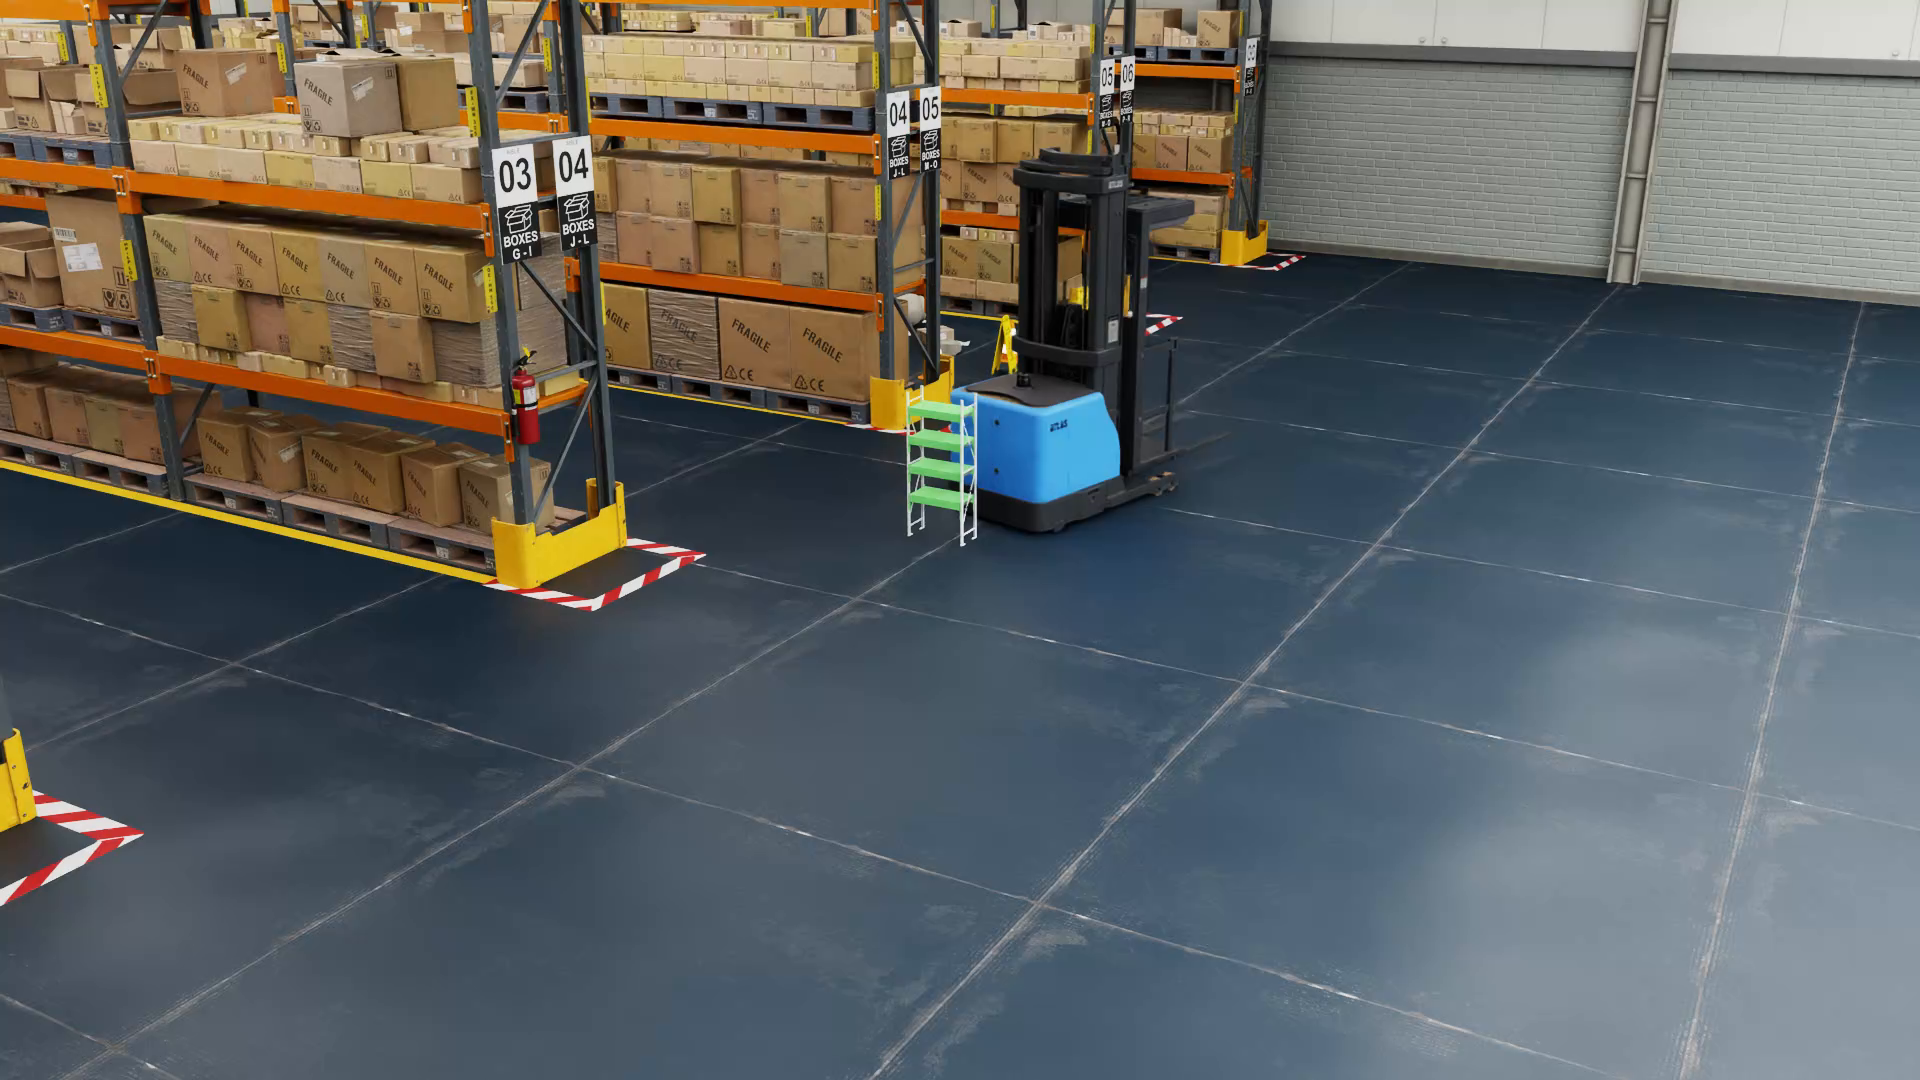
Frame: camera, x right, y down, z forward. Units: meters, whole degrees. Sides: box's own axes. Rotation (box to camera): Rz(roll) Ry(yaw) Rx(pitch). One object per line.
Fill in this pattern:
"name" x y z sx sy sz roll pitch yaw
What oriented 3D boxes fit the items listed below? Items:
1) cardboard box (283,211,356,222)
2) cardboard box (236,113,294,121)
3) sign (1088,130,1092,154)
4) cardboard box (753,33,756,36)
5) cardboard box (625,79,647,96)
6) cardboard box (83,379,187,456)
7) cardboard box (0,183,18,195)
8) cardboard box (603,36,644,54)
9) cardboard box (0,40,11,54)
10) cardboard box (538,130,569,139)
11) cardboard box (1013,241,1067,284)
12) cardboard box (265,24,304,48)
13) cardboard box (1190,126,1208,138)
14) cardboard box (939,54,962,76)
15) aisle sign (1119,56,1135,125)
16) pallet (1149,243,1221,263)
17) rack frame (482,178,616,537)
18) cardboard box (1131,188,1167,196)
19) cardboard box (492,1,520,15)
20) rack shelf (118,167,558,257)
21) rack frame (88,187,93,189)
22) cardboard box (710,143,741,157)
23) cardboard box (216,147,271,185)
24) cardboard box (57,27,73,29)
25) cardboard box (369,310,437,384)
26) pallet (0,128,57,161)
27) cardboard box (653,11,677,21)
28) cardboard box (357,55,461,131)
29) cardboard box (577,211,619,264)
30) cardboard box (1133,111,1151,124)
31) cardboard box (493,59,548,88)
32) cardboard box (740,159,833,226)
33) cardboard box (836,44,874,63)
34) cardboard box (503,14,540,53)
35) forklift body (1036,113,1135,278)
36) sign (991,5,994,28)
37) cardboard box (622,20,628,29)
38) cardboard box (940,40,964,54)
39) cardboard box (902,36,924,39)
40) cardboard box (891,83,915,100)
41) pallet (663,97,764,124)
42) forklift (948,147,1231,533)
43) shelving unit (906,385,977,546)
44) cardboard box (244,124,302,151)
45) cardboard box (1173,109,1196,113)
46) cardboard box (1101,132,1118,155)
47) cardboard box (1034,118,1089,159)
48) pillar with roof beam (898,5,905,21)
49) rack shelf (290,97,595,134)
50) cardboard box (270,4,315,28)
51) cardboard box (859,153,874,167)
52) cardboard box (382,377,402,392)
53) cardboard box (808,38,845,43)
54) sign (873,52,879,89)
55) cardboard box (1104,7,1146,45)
"cardboard box" -5.093 -2.388 13.501 0.500 0.500 0.500 11 23 27
"cardboard box" -5.619 -3.362 13.471 0.250 0.149 0.380 10 22 25
"sign" 1.544 -4.707 19.780 0.005 0.325 0.100 11 23 27
"cardboard box" -3.301 -8.337 27.771 0.500 0.250 0.500 10 22 26
"cardboard box" -3.171 -4.599 16.852 0.250 0.149 0.380 10 22 26
"cardboard box" -7.426 -1.116 15.063 0.500 0.500 0.700 11 22 27
"cardboard box" -12.734 -4.779 22.510 0.250 0.149 0.380 11 23 28
"cardboard box" -3.390 -5.016 16.831 0.250 0.149 0.380 11 22 27
"cardboard box" -12.403 -6.432 21.785 0.500 0.250 0.500 12 23 29
"cardboard box" -5.731 -6.031 23.980 0.500 0.500 0.500 10 22 26
"cardboard box" 1.005 -3.489 20.900 0.500 0.500 0.500 11 23 28
"cardboard box" -8.147 -6.068 20.025 0.258 0.266 0.396 11 23 27
"cardboard box" 3.573 -6.014 24.447 0.250 0.149 0.380 11 23 28
"cardboard box" -0.082 -5.912 20.649 0.500 0.250 0.500 11 23 28
"aisle sign" 2.037 -5.480 20.260 0.004 0.787 0.394 11 23 27
"pallet" 3.561 -4.458 25.345 1.213 0.211 1.003 11 23 27
"rack frame" -3.001 -1.225 12.344 0.127 3.000 1.000 11 23 27
"cardboard box" 2.801 -5.177 25.187 0.500 0.250 0.500 11 23 28
"cardboard box" -8.124 -9.629 30.164 0.500 0.250 0.500 11 23 29
"rack shelf" -4.747 -2.630 12.872 4.000 0.370 1.077 11 23 27
"rack frame" -10.970 -4.681 21.870 0.127 3.000 1.000 11 23 27
"cardboard box" -3.056 -5.403 22.663 0.500 0.500 0.500 12 23 29
"cardboard box" -5.332 -2.907 12.801 0.500 0.250 0.500 10 22 25
"cardboard box" -11.574 -6.643 21.784 0.250 0.149 0.380 11 22 27
"cardboard box" -3.963 -1.559 12.682 0.500 0.500 0.875 11 23 27
"pallet" -7.887 -3.518 14.542 1.003 0.211 1.213 11 23 27
"cardboard box" -5.022 -8.952 28.415 0.250 0.149 0.380 11 23 28
"cardboard box" -4.165 -3.385 12.582 0.500 0.500 0.500 11 23 27
"cardboard box" -3.658 -3.363 18.018 0.550 0.550 0.875 11 23 27
"cardboard box" 2.671 -6.325 24.869 0.250 0.149 0.380 11 23 28
"cardboard box" -4.681 -5.004 17.820 0.500 0.250 0.500 11 23 28
"cardboard box" -1.747 -3.534 16.906 0.550 0.550 0.875 11 23 27
"cardboard box" -0.953 -4.551 15.551 0.250 0.149 0.380 11 23 28
"cardboard box" -6.109 -7.269 23.843 0.500 0.500 0.700 10 22 25
"forklift body" 1.704 -5.027 24.070 1.214 2.155 2.313 11 23 27
"sign" 0.501 -7.957 25.284 0.005 0.325 0.100 11 23 27
"cardboard box" -5.682 -8.951 28.851 0.250 0.149 0.380 11 23 28
"cardboard box" -0.147 -6.124 20.649 0.250 0.149 0.380 11 23 28
"cardboard box" -0.539 -6.426 21.480 0.250 0.149 0.380 12 23 29
"cardboard box" -0.637 -4.374 16.232 0.250 0.149 0.380 11 23 28
"pallet" -2.216 -4.376 16.762 1.213 0.211 1.003 11 23 27
"forklift" 1.264 -1.860 14.195 1.130 2.935 3.031 17 26 39
"shelving unit" -0.145 -0.592 13.236 0.503 1.200 0.258 11 23 27
"cardboard box" -5.203 -3.066 12.655 0.250 0.149 0.380 10 22 26
"cardboard box" 3.402 -6.404 25.087 0.250 0.149 0.380 11 23 28
"cardboard box" 2.352 -5.959 25.247 0.500 0.500 0.500 11 23 28
"cardboard box" 1.280 -4.852 20.294 0.500 0.500 0.700 10 22 26
"pillar with roof beam" -3.256 -8.574 23.806 0.400 9.000 9.100 11 23 27
"rack shelf" -5.732 -4.755 18.731 4.000 0.370 1.077 11 23 27
"cardboard box" -10.449 -8.158 26.148 0.500 0.500 0.500 11 23 28
"cardboard box" -0.962 -4.795 21.602 0.500 0.500 0.500 11 23 27
"cardboard box" -4.221 -1.261 12.812 0.250 0.149 0.380 11 23 27
"cardboard box" -1.292 -4.873 16.439 0.250 0.149 0.380 11 23 28
"sign" -0.771 -4.315 15.281 0.005 0.325 0.100 11 23 27
"cardboard box" 2.407 -7.667 24.789 0.637 0.503 0.797 12 23 29
